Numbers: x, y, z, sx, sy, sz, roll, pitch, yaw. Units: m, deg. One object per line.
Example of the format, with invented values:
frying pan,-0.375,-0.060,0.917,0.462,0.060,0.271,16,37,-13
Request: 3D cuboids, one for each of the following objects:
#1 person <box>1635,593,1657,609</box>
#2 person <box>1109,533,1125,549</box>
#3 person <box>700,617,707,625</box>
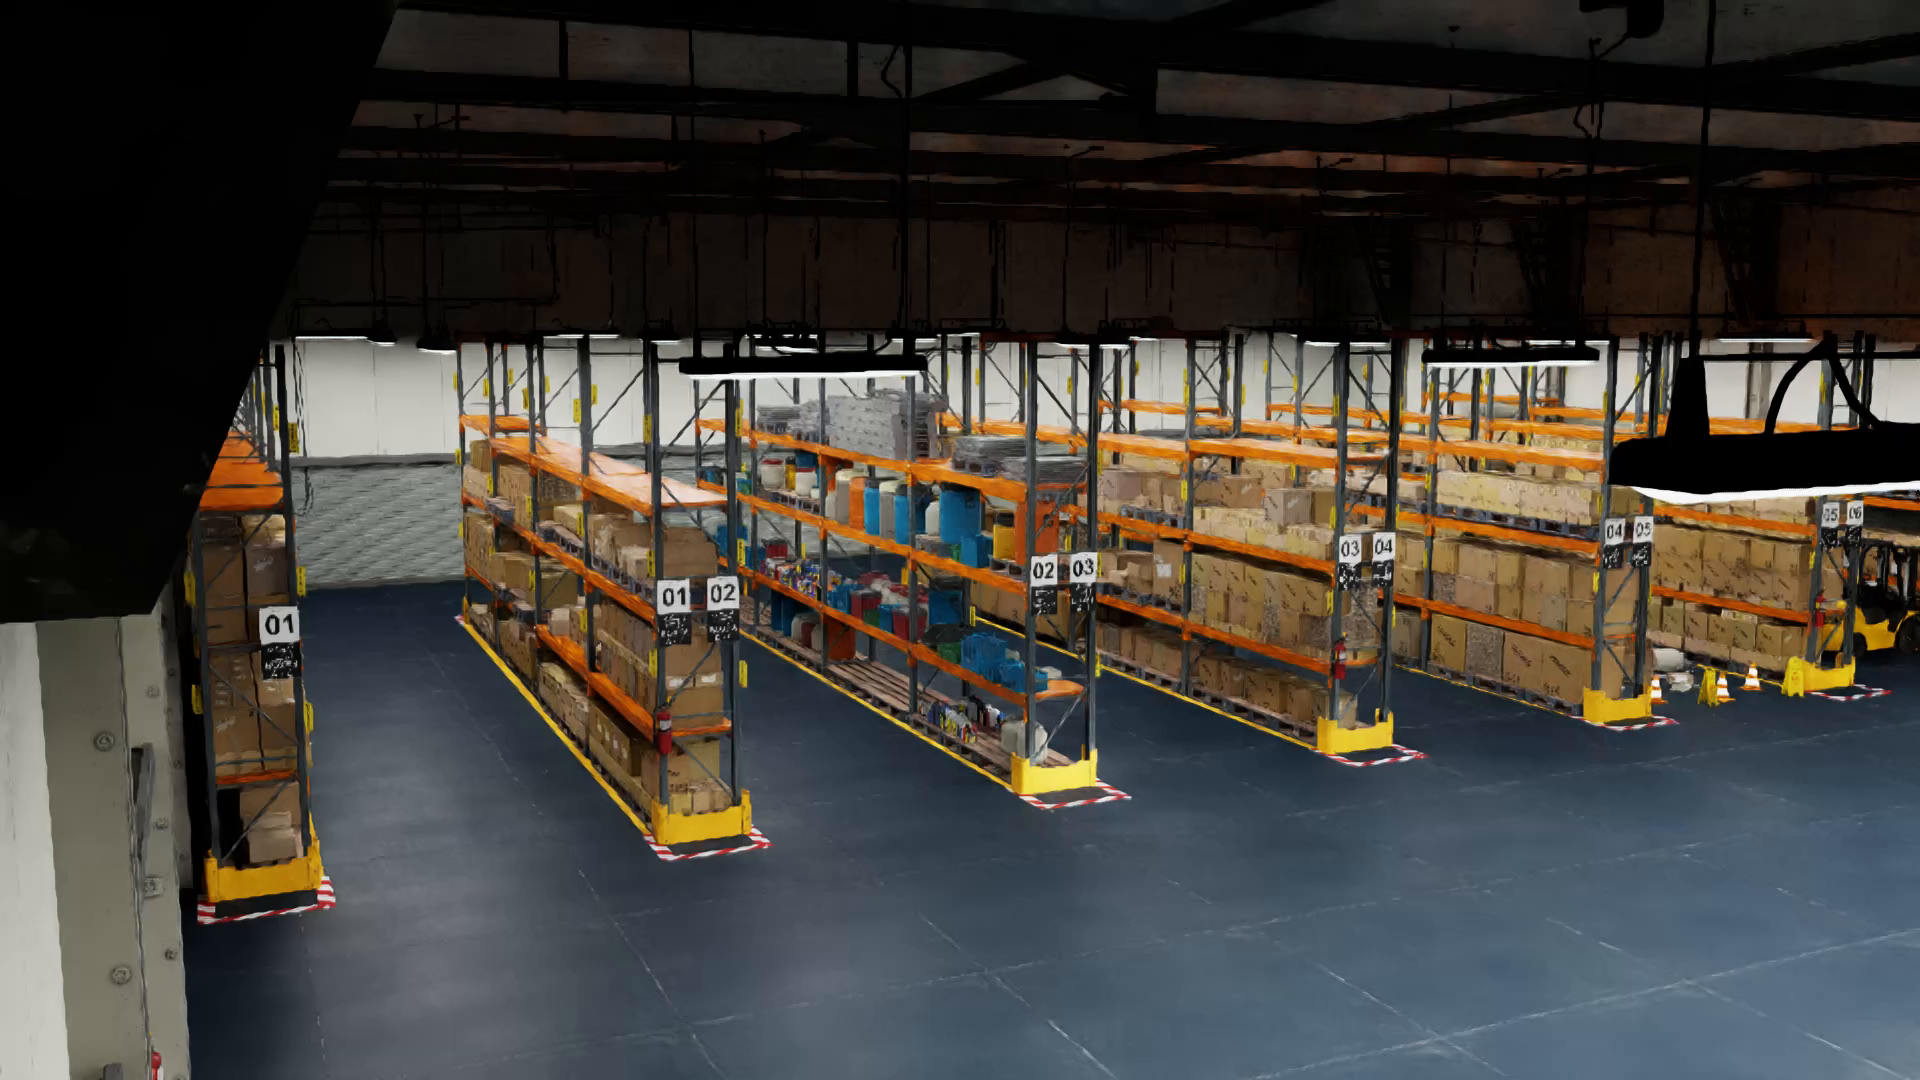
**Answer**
person,14.663,0.645,35.604,0.570,1.768,0.626,0,8,3
person,4.094,-0.341,43.426,0.484,1.664,0.702,6,10,37
person,-5.130,1.085,32.724,0.719,1.714,0.578,-4,9,-26
